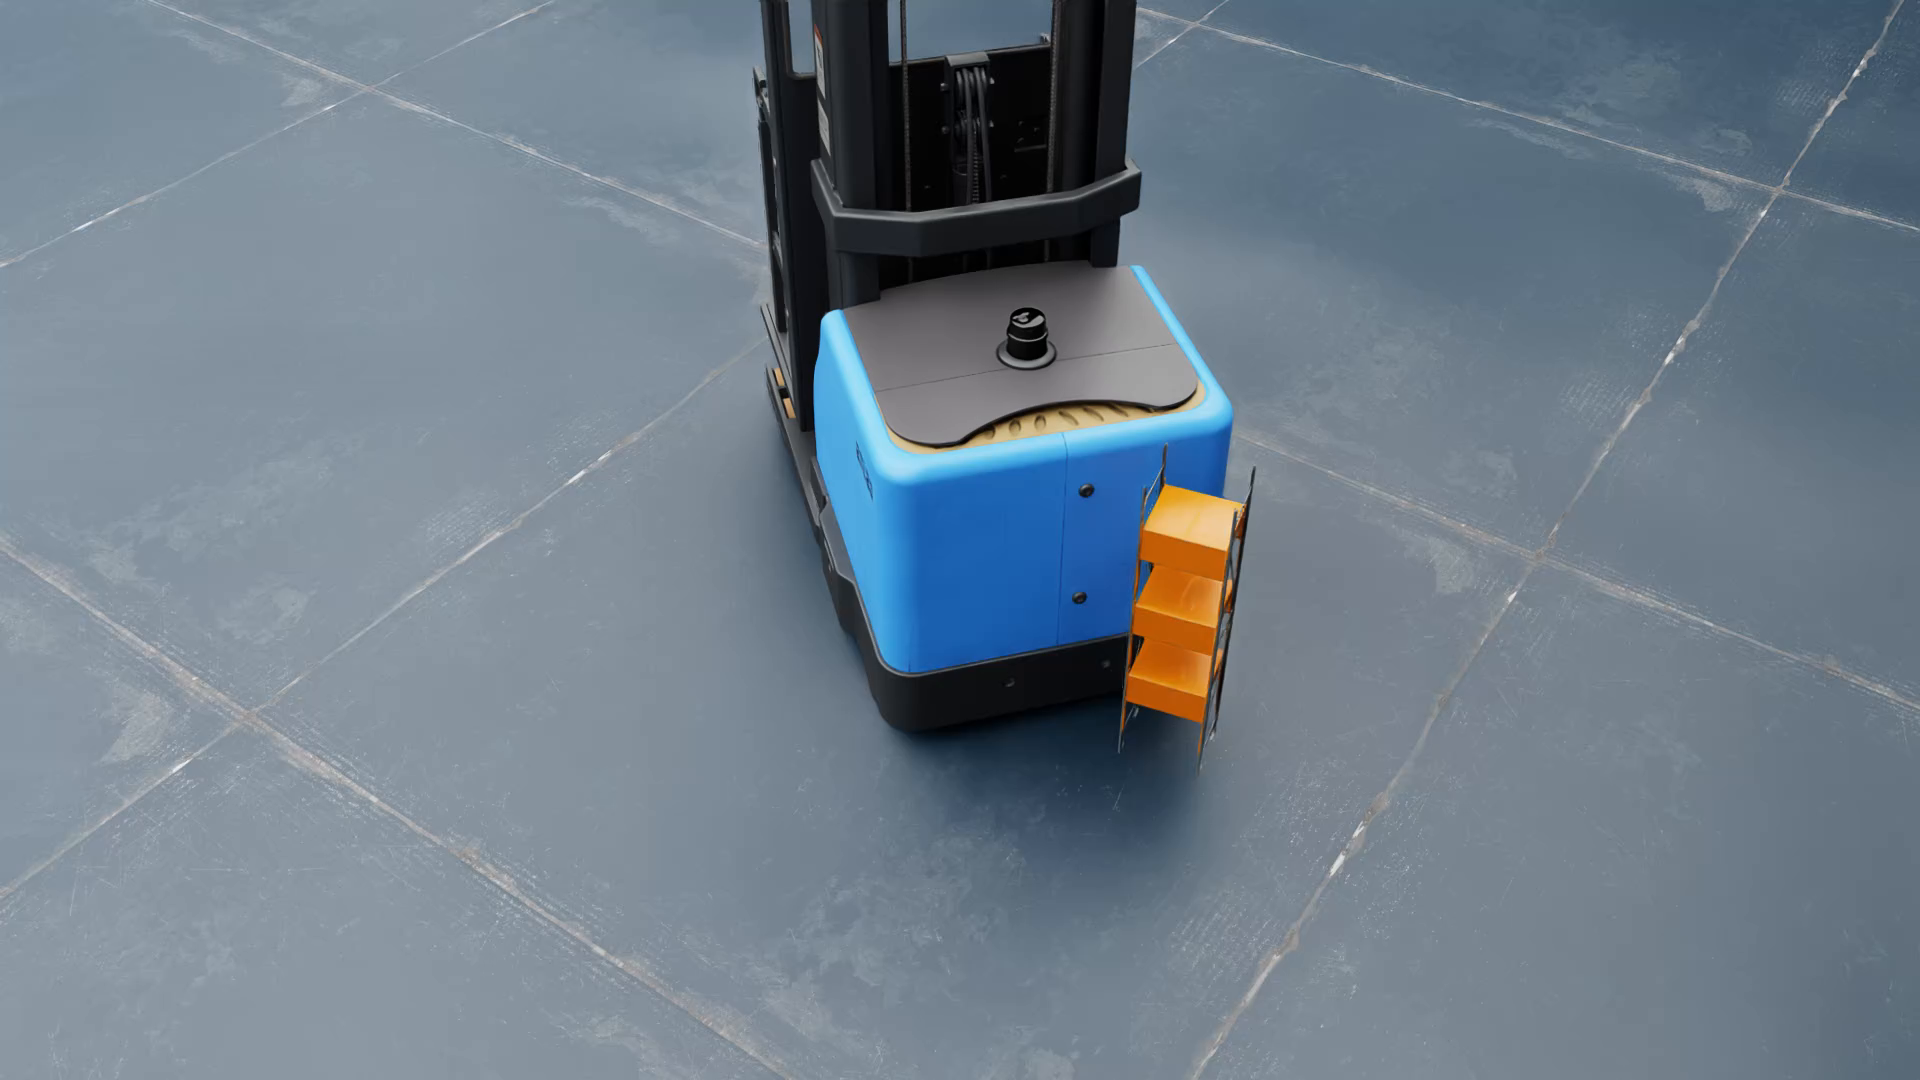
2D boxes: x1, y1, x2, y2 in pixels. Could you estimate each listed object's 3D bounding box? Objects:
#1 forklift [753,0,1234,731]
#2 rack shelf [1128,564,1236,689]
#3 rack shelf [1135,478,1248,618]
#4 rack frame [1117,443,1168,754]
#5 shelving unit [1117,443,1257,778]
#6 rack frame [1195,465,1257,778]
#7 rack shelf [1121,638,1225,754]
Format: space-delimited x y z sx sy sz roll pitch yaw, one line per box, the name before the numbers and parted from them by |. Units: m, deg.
forklift | -0.103 -1.513 5.243 1.130 2.935 3.031 -10 43 -11
rack shelf | 0.630 0.232 4.719 0.240 0.259 0.215 15 44 16
rack shelf | 0.630 0.020 4.530 0.240 0.259 0.215 15 44 16
rack frame | 0.518 0.193 4.747 0.008 1.050 0.200 15 44 16
shelving unit | 0.630 0.224 4.712 0.252 1.050 0.215 15 44 16
rack frame | 0.743 0.255 4.678 0.008 1.050 0.200 15 44 16
rack shelf | 0.630 0.439 4.905 0.240 0.259 0.215 15 44 16
